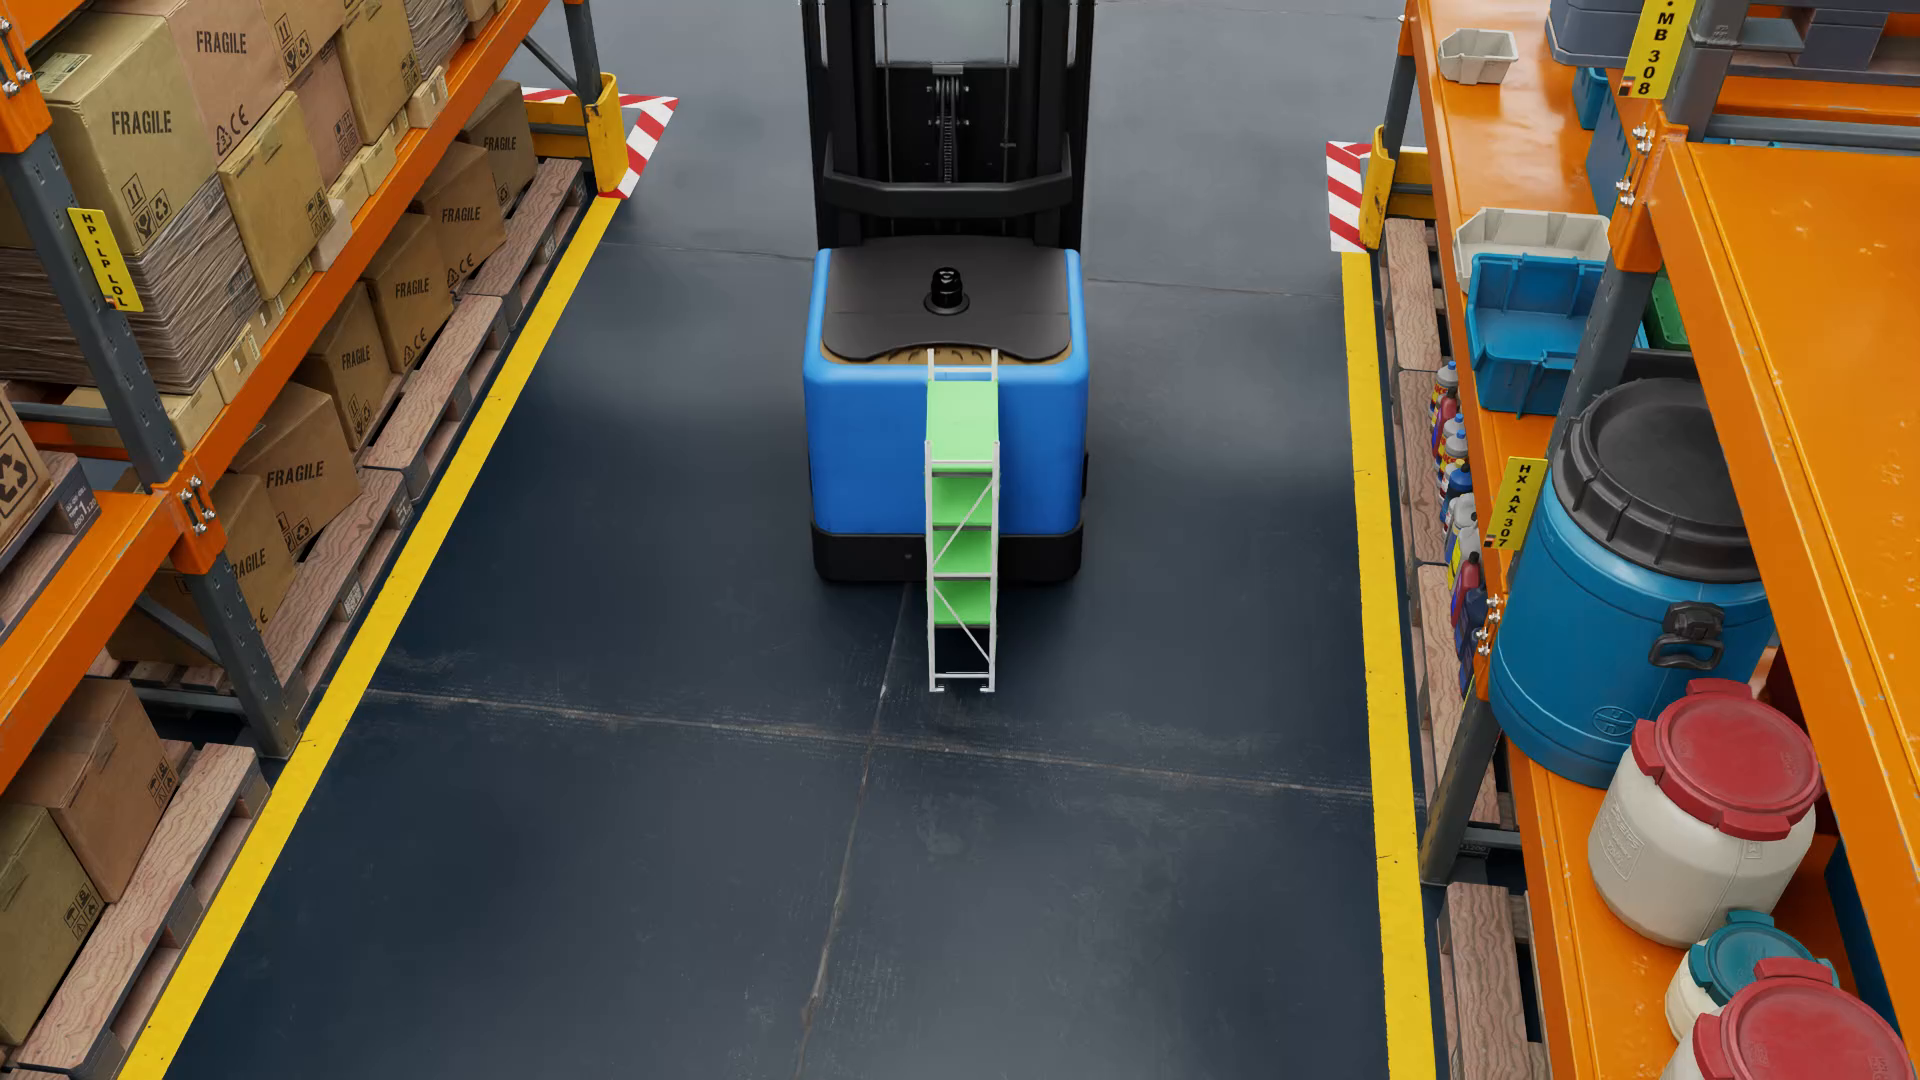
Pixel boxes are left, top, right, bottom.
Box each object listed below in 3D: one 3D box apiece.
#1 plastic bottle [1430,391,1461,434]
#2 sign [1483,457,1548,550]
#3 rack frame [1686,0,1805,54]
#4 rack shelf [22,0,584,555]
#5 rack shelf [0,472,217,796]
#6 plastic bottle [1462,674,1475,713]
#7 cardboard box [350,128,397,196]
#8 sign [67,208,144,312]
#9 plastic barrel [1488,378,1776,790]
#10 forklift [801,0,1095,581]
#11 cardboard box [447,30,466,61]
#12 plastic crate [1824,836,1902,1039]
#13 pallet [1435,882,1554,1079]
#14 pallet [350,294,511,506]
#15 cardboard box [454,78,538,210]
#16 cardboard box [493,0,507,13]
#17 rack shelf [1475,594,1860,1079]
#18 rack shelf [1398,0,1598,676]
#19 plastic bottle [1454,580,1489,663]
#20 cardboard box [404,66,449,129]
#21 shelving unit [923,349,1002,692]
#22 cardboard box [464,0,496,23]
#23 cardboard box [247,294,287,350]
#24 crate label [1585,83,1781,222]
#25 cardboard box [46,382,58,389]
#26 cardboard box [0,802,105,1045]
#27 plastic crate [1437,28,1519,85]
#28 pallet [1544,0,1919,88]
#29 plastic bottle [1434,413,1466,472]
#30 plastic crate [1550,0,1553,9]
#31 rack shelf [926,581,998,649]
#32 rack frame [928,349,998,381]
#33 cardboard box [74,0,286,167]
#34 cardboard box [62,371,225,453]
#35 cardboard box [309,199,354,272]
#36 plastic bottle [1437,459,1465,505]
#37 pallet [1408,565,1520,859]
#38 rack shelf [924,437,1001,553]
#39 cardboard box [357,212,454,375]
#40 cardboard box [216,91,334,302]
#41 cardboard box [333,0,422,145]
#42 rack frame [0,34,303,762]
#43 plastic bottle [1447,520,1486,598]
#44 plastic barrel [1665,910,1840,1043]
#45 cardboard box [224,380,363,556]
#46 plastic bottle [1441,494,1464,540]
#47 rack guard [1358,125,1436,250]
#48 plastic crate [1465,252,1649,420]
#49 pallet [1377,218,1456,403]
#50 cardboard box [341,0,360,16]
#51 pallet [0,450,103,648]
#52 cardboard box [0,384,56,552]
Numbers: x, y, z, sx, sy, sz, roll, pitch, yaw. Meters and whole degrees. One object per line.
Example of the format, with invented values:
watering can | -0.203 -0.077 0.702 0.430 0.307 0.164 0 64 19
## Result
plastic bottle | 2.001 -0.529 6.842 0.097 0.201 0.097 0 43 0
sign | 1.490 -0.095 4.467 0.100 0.325 0.005 5 44 6
rack frame | 2.034 -2.115 2.439 1.000 3.000 0.127 5 44 6
rack shelf | -2.611 -1.489 6.664 1.077 0.370 4.000 5 44 6
rack shelf | -3.140 1.237 3.785 1.077 0.370 4.000 5 44 6
plastic bottle | 1.771 0.532 5.662 0.061 0.283 0.133 7 44 8
cardboard box | -2.364 -1.439 6.271 0.380 0.149 0.250 5 44 6
sign | -2.325 -0.760 4.529 0.100 0.325 0.005 5 44 6
plastic barrel | 1.683 0.117 4.081 0.600 0.901 0.708 5 44 6
forklift | -0.043 -1.893 6.618 1.130 2.935 3.031 0 43 0
cardboard box | -2.318 -2.128 6.999 0.380 0.149 0.250 5 44 6
plastic crate | 2.197 0.849 3.684 0.392 0.384 0.575 5 44 6
pallet | 1.969 1.614 4.892 1.003 0.211 1.213 5 44 6
pallet | -2.663 -0.669 7.304 1.003 0.211 1.213 5 44 6
cardboard box | -2.446 -1.934 8.124 0.500 0.500 0.500 13 45 13
cardboard box | -2.195 -2.464 7.353 0.380 0.149 0.250 5 44 6
rack shelf | 1.770 1.687 3.310 1.077 0.370 4.000 5 44 6
rack shelf | 2.299 -1.039 6.189 1.077 0.370 4.000 5 44 6
plastic bottle | 1.859 0.269 5.891 0.144 0.351 0.185 3 44 3
cardboard box | -2.274 -1.777 6.628 0.380 0.149 0.250 5 44 6
shelving unit | 0.008 -0.045 5.925 0.258 1.200 0.503 0 43 0
cardboard box | -2.394 -2.534 6.955 0.875 0.500 0.500 5 44 6
cardboard box | -2.497 -0.757 5.551 0.380 0.149 0.250 5 44 6
crate label | 2.588 -1.397 6.018 0.502 0.435 0.616 5 44 6
cardboard box | -3.096 -0.639 5.426 0.380 0.149 0.250 5 44 6
cardboard box | -3.060 1.100 4.904 0.700 0.500 0.500 5 44 5
plastic crate | 2.126 -1.987 6.858 0.298 0.136 0.250 5 44 6
pallet | 2.033 -1.458 4.064 1.213 0.211 1.003 5 44 6
plastic bottle | 1.969 -0.391 6.646 0.097 0.271 0.097 0 43 0
plastic crate | 2.793 -2.241 7.043 0.499 0.251 0.616 5 44 6
rack shelf | 0.008 0.176 6.134 0.258 0.148 0.480 0 43 0
rack frame | 0.009 -0.213 6.102 0.240 1.200 0.015 0 43 0
cardboard box | -2.499 -1.519 5.156 0.500 0.500 0.500 5 44 6
cardboard box | -2.549 -0.415 5.190 0.380 0.149 0.250 5 44 6
cardboard box | -2.400 -1.095 5.908 0.380 0.149 0.250 5 44 6
plastic bottle | 1.943 -0.230 6.527 0.097 0.201 0.097 0 43 0
pallet | 2.164 0.622 5.940 1.003 0.211 1.213 5 44 6
rack shelf | 0.008 -0.173 5.804 0.258 0.148 0.480 0 43 0
cardboard box | -2.592 -1.099 7.241 0.500 0.500 0.500 9 44 9
cardboard box | -2.654 -1.170 5.515 0.875 0.500 0.500 5 44 6
cardboard box | -2.580 -1.857 6.241 0.875 0.500 0.500 5 44 6
rack frame | -2.875 -0.387 4.977 1.000 3.000 0.127 5 44 6
plastic bottle | 1.902 0.049 6.123 0.144 0.351 0.185 5 44 5
plastic barrel | 1.707 1.001 3.612 0.301 0.262 0.301 0 43 0
cardboard box | -2.715 -0.292 6.389 0.500 0.500 0.500 19 46 19
plastic bottle | 1.916 -0.090 6.379 0.097 0.201 0.097 0 43 0
rack guard | 2.600 -1.699 8.181 1.175 0.500 0.348 5 44 6
plastic crate | 1.911 -0.662 5.376 0.499 0.251 0.616 5 44 6
pallet | 2.487 -1.041 7.696 1.003 0.211 1.213 5 44 6
cardboard box | -2.378 -2.202 5.877 0.500 0.500 0.500 5 44 6
pallet | -3.121 0.190 4.507 1.003 0.211 1.213 5 44 6
cardboard box | -3.119 -0.229 4.068 1.000 1.000 1.000 6 44 6
